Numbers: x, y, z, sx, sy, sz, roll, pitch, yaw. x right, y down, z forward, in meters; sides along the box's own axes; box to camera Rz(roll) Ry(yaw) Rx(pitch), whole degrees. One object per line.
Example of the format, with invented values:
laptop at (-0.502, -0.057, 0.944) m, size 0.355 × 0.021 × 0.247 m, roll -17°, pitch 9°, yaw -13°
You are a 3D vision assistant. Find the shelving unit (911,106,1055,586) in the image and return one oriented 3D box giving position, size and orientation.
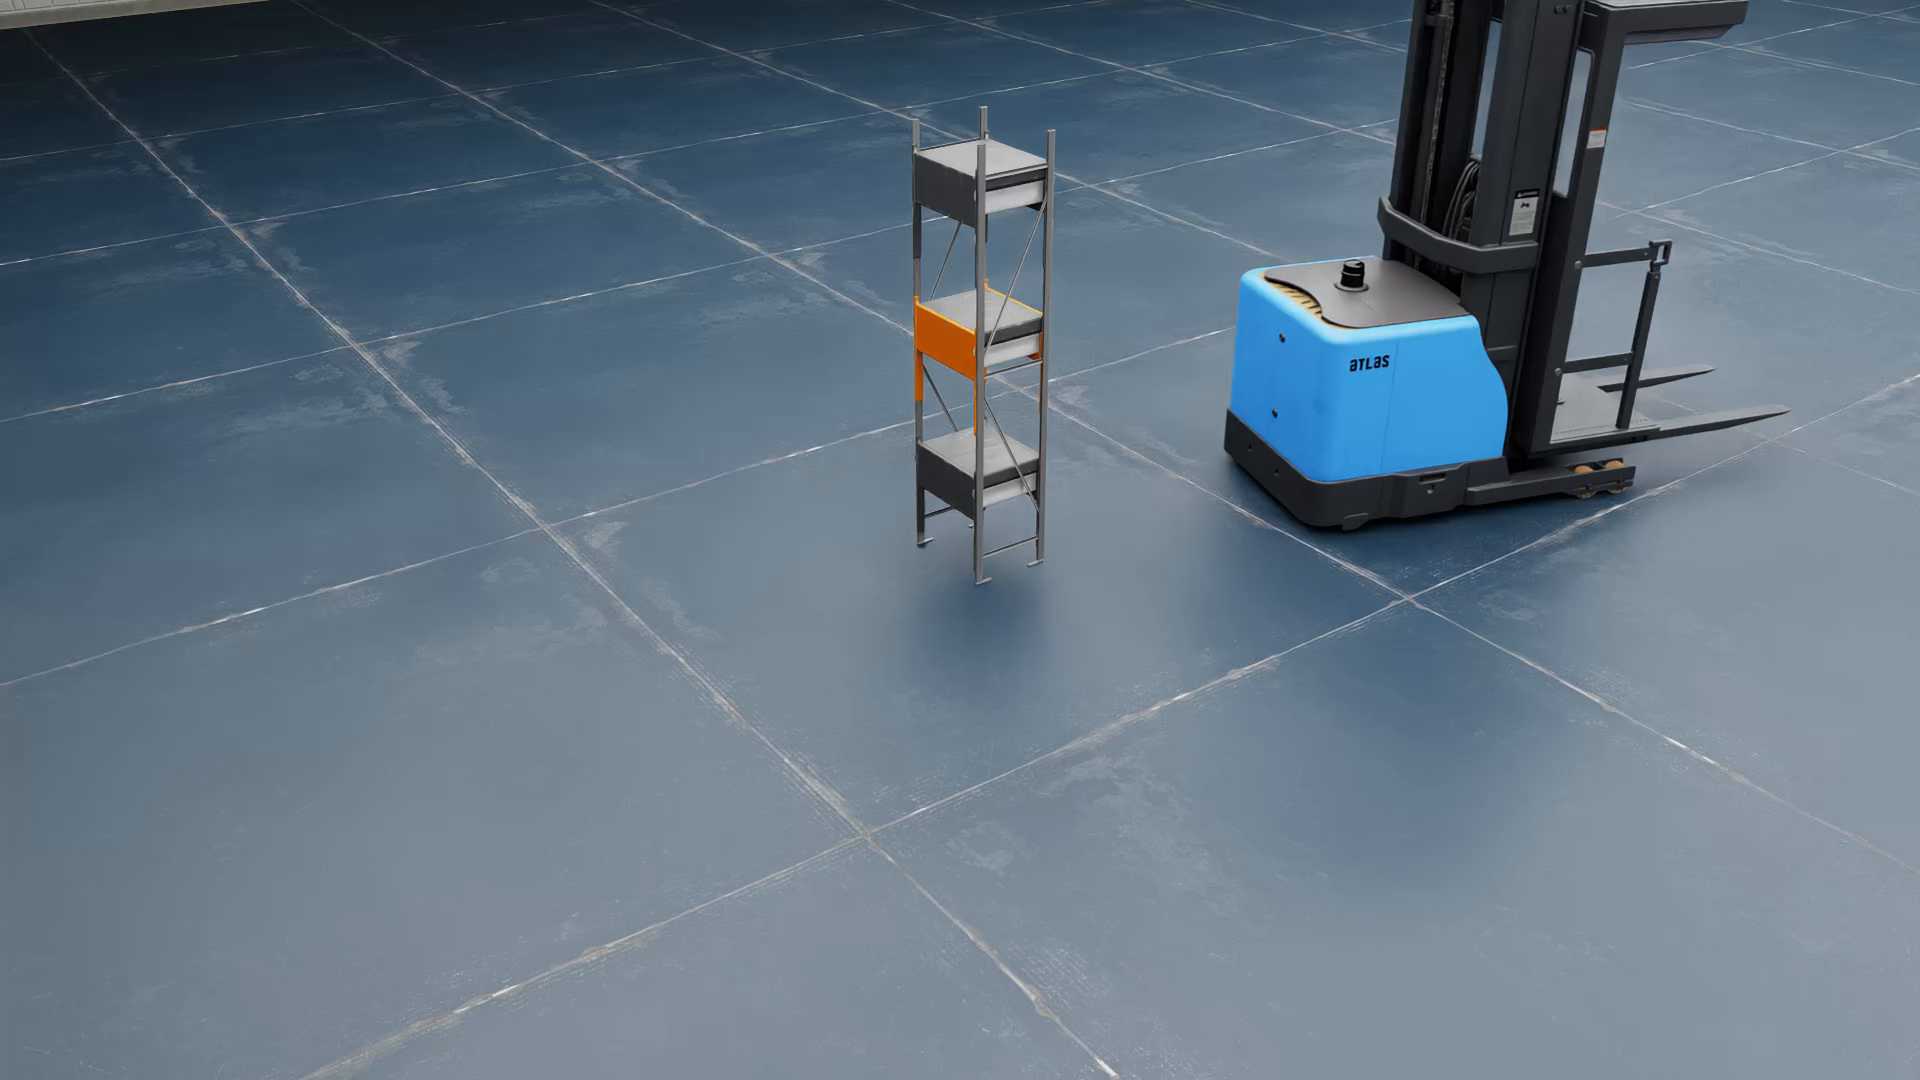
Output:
shelving unit at (0.096, -0.858, 7.630) m, size 0.431 × 2.100 × 0.503 m, roll -19°, pitch 34°, yaw -31°

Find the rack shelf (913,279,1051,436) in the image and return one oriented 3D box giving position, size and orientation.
rack shelf at (0.096, -0.846, 7.637) m, size 0.431 × 0.518 × 0.480 m, roll -19°, pitch 34°, yaw -31°

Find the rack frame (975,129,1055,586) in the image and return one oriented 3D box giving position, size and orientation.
rack frame at (0.238, -0.763, 7.456) m, size 0.400 × 2.100 × 0.015 m, roll -19°, pitch 34°, yaw -31°

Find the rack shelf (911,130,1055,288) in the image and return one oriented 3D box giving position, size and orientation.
rack shelf at (0.096, -1.461, 7.303) m, size 0.431 × 0.518 × 0.480 m, roll -19°, pitch 34°, yaw -31°

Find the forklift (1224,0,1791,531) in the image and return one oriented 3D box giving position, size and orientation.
forklift at (3.005, -1.735, 8.373) m, size 3.031 × 2.935 × 1.130 m, roll -9°, pitch 30°, yaw -16°

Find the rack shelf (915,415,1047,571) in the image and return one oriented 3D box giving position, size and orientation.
rack shelf at (0.096, -0.231, 7.971) m, size 0.431 × 0.518 × 0.480 m, roll -19°, pitch 34°, yaw -31°

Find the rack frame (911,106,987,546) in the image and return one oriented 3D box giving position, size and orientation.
rack frame at (-0.046, -0.953, 7.805) m, size 0.400 × 2.100 × 0.015 m, roll -19°, pitch 34°, yaw -31°
